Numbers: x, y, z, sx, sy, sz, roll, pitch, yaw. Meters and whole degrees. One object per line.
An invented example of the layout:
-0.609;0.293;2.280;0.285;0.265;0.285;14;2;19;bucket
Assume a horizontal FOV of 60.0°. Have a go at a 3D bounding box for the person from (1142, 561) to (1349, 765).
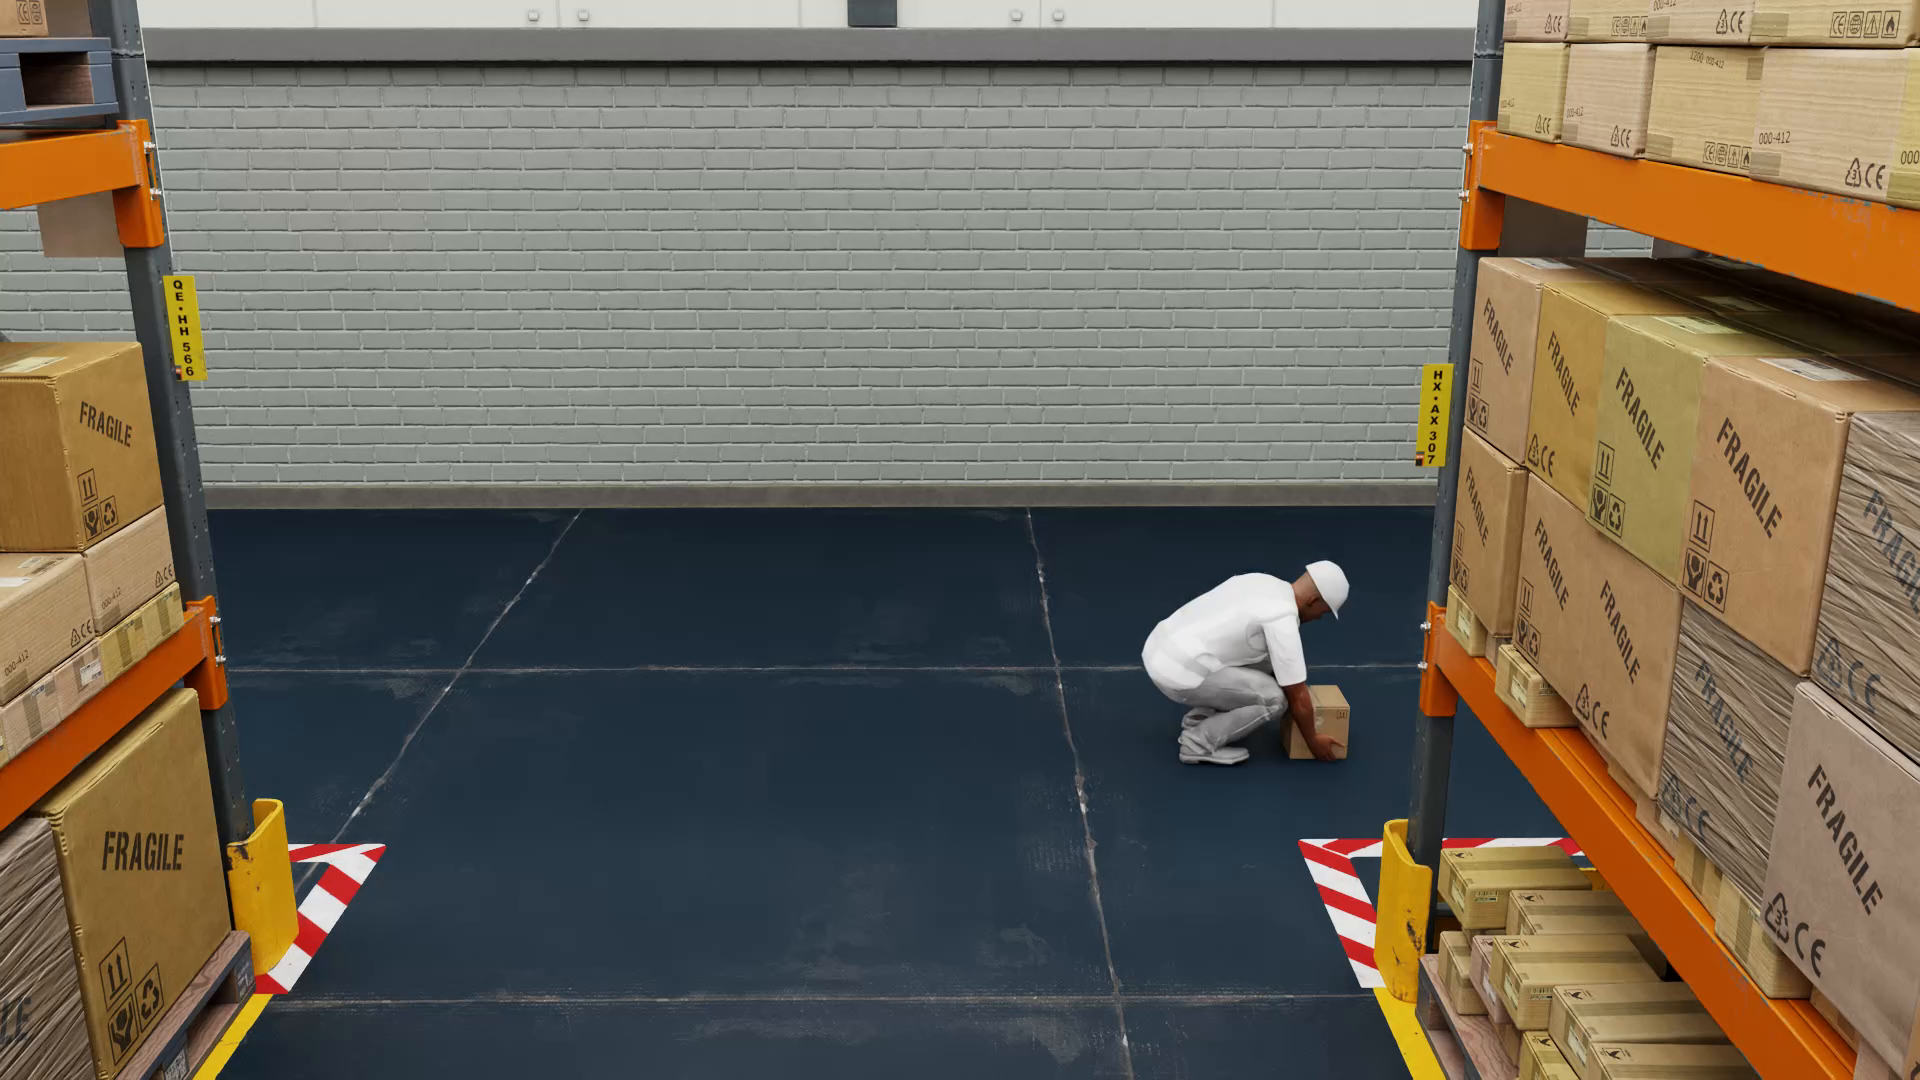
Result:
1.260;0.533;7.375;0.900;0.894;0.558;0;17;-1;person
